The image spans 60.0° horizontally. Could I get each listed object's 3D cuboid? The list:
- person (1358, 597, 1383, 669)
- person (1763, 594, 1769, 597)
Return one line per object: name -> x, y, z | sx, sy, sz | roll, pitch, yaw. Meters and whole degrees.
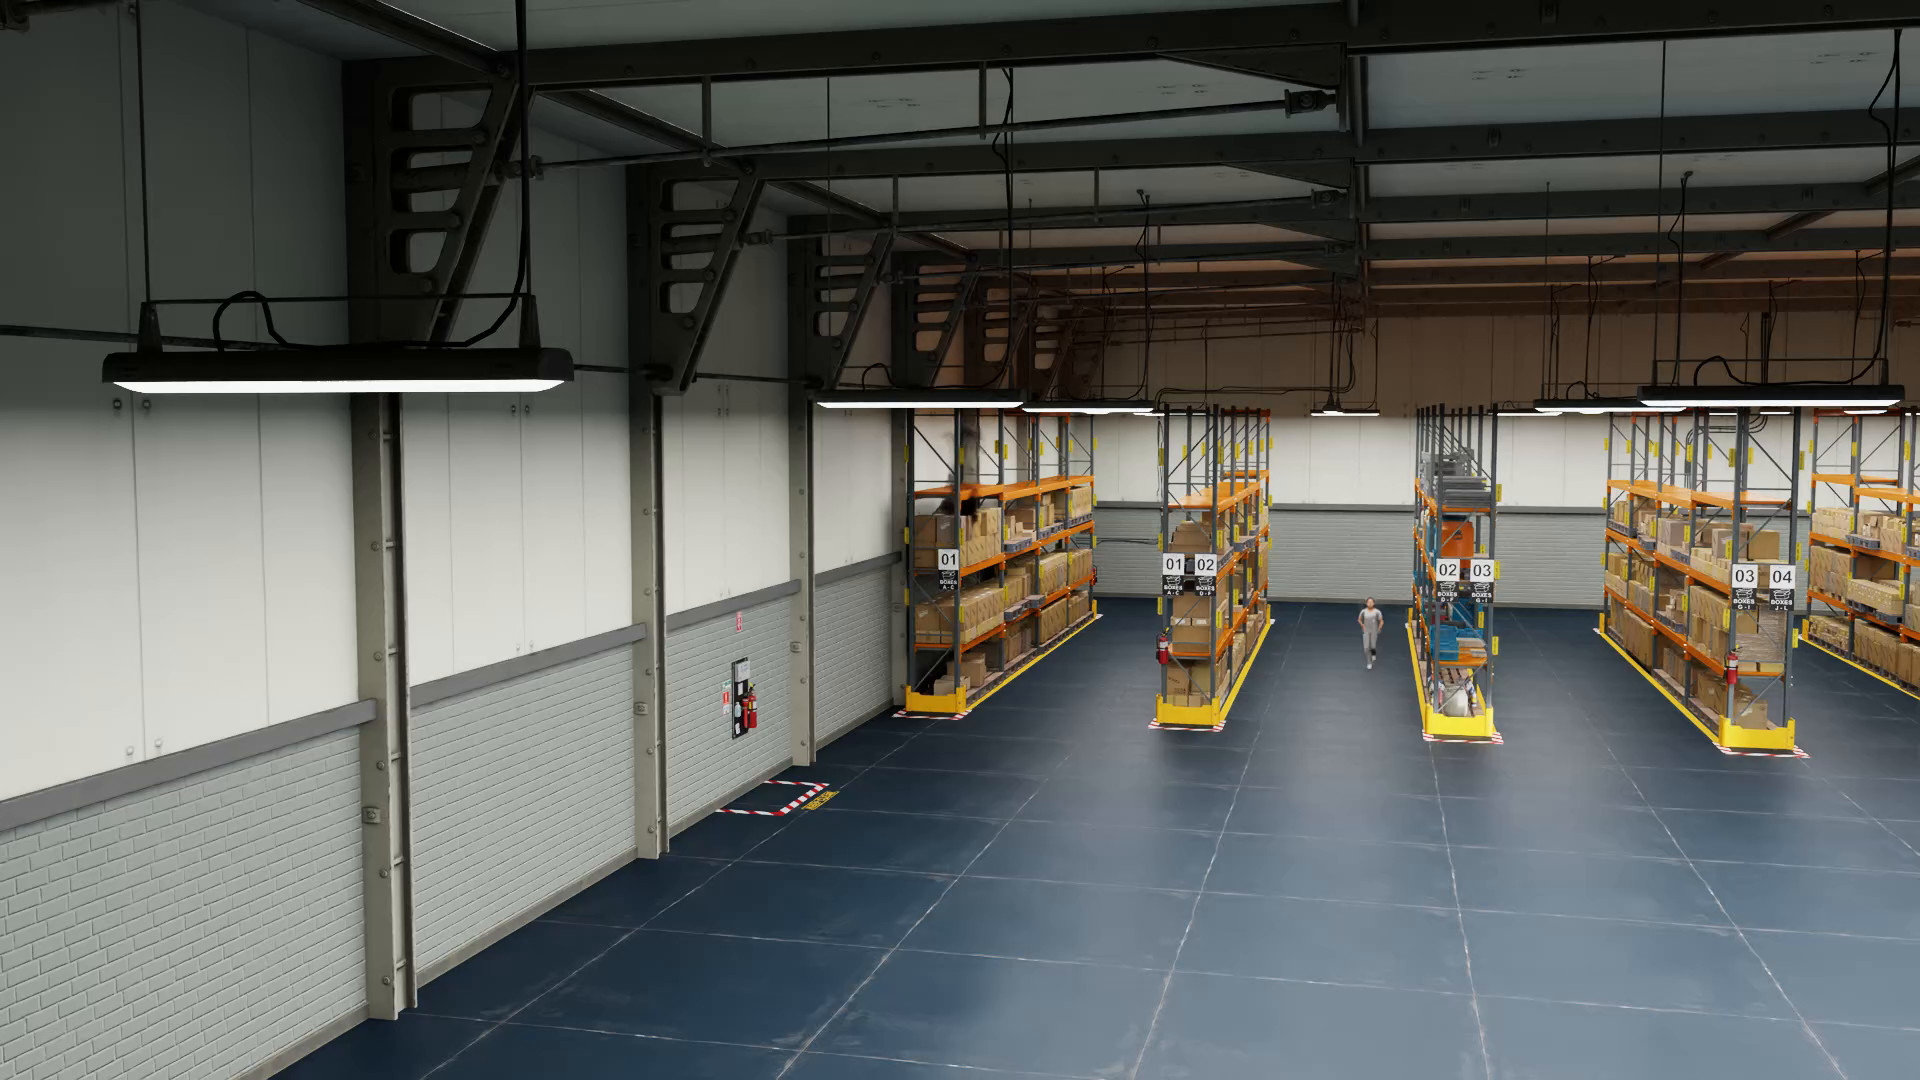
person -> 9.449, 2.141, 38.298 | 0.566, 1.610, 0.572 | 1, 4, 18
person -> 21.309, 1.673, 44.492 | 0.745, 1.741, 1.042 | 1, 4, 19
